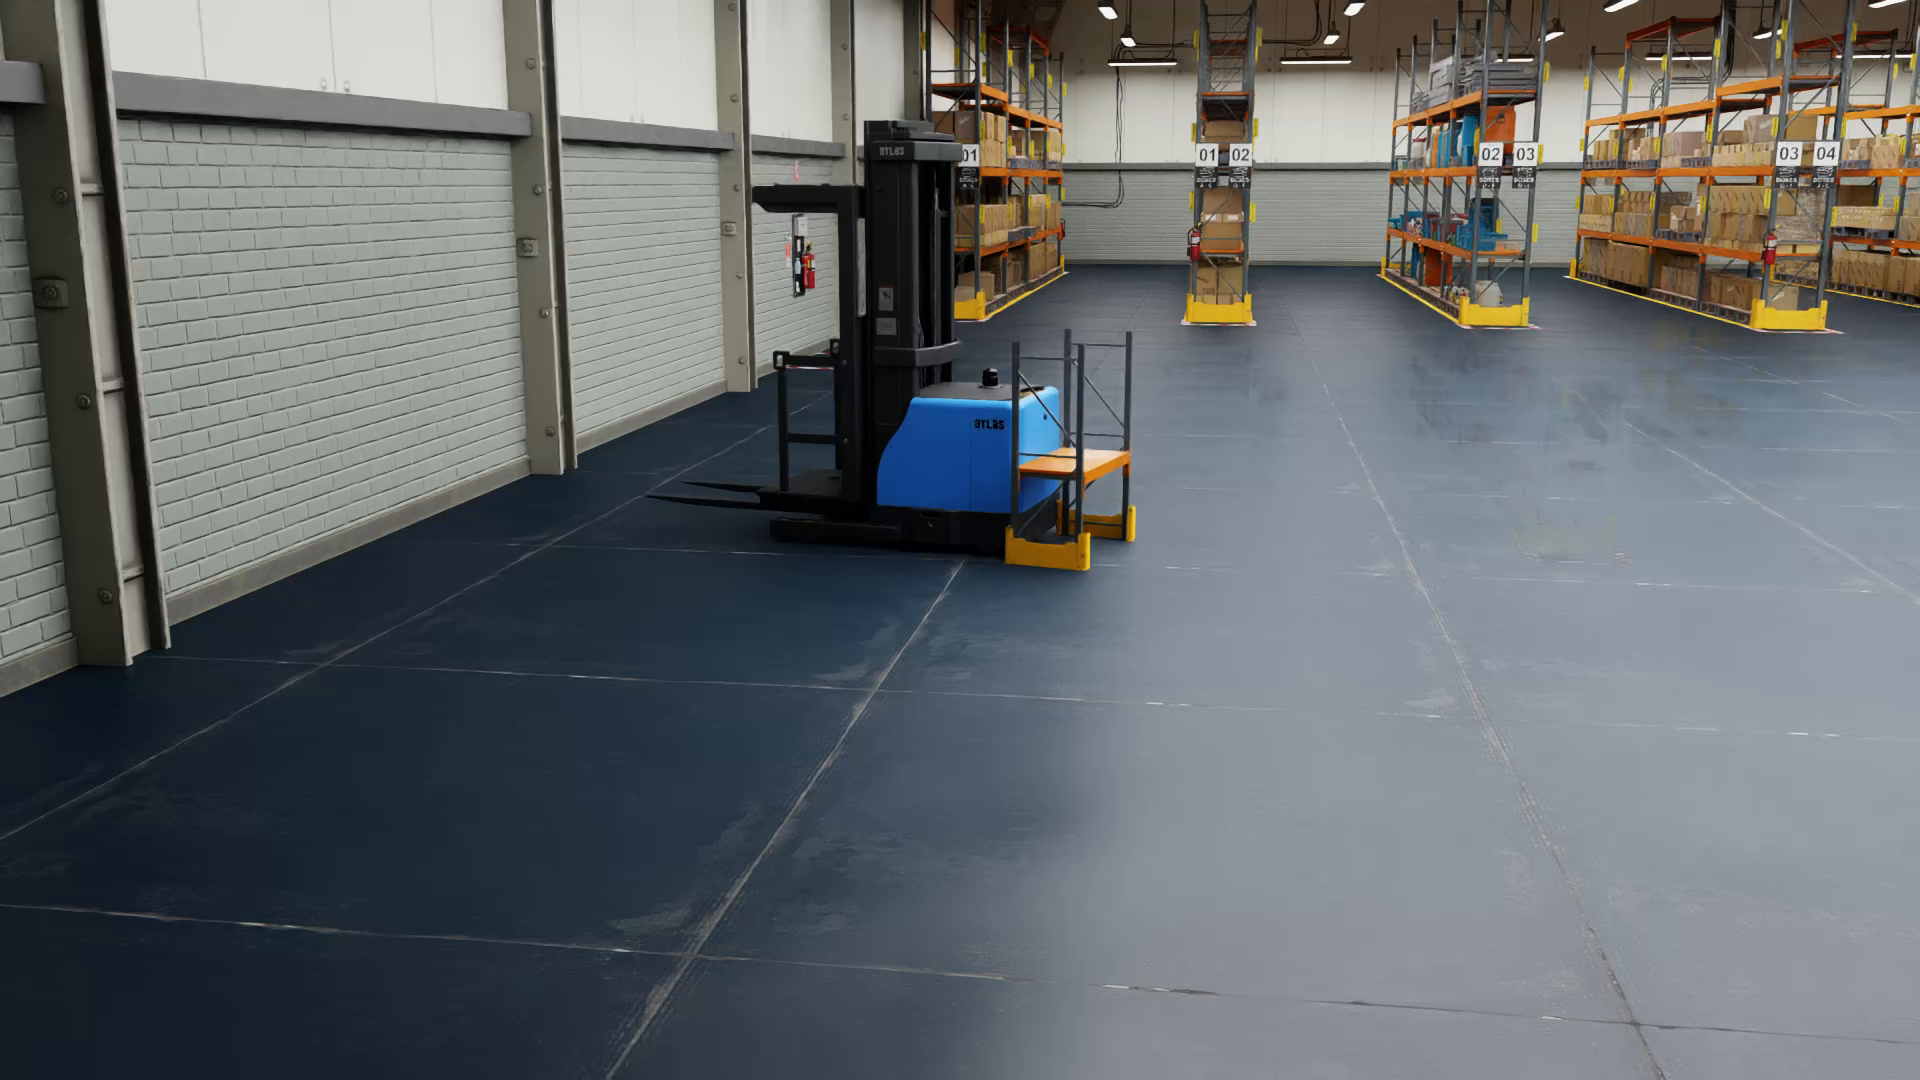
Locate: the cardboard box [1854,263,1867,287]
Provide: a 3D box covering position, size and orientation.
[{"bbox_3d":[20.664,-6.010,37.699,0.500,0.500,0.500,1,12,6],"label":"cardboard box"}]

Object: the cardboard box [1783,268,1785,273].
[{"bbox_3d":[21.547,-6.984,43.051,0.380,0.149,0.250,2,12,8],"label":"cardboard box"}]

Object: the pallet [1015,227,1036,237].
[{"bbox_3d":[1.100,-7.081,38.184,1.213,0.211,1.003,2,12,9],"label":"pallet"}]

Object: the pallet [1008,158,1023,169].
[{"bbox_3d":[0.689,-7.993,35.288,1.213,0.211,1.003,2,12,9],"label":"pallet"}]

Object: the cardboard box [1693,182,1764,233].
[{"bbox_3d":[15.433,-6.671,33.409,1.000,1.000,1.000,2,12,9],"label":"cardboard box"}]

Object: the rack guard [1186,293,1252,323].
[{"bbox_3d":[4.765,-4.274,30.639,1.175,0.500,0.348,2,12,9],"label":"rack guard"}]

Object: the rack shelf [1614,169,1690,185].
[{"bbox_3d":[16.095,-8.376,38.325,1.077,0.370,4.000,2,12,9],"label":"rack shelf"}]

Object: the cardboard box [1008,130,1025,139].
[{"bbox_3d":[1.384,-9.961,40.914,0.500,0.250,0.500,1,12,7],"label":"cardboard box"}]

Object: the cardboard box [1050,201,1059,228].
[{"bbox_3d":[2.165,-8.880,45.365,0.980,0.700,0.700,2,12,8],"label":"cardboard box"}]

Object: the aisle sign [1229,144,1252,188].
[{"bbox_3d":[5.062,-6.748,30.016,0.394,0.787,0.004,2,12,9],"label":"aisle sign"}]

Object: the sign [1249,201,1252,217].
[{"bbox_3d":[5.933,-6.778,34.081,0.100,0.325,0.005,2,12,9],"label":"sign"}]

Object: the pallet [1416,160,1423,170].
[{"bbox_3d":[11.313,-8.809,39.078,1.003,0.211,1.213,2,12,9],"label":"pallet"}]

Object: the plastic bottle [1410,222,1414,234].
[{"bbox_3d":[10.918,-7.500,39.971,0.152,0.276,0.135,2,12,9],"label":"plastic bottle"}]

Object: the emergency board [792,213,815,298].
[{"bbox_3d":[-2.214,-4.072,23.770,0.194,1.169,0.643,2,12,9],"label":"emergency board"}]

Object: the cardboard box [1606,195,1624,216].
[{"bbox_3d":[16.209,-8.220,40.887,0.500,0.500,0.500,2,12,10],"label":"cardboard box"}]

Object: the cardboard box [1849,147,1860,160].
[{"bbox_3d":[20.945,-8.947,38.485,0.500,0.311,0.500,2,12,8],"label":"cardboard box"}]

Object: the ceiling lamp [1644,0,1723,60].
[{"bbox_3d":[19.936,-14.773,45.326,2.000,3.185,0.800,2,12,9],"label":"ceiling lamp"}]

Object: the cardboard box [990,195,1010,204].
[{"bbox_3d":[0.918,-8.000,39.222,0.500,0.250,0.500,2,12,10],"label":"cardboard box"}]

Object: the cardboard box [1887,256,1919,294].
[{"bbox_3d":[20.490,-5.645,35.408,1.050,0.750,0.750,2,12,8],"label":"cardboard box"}]

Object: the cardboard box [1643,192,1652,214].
[{"bbox_3d":[16.019,-7.671,37.850,0.797,0.503,0.637,2,12,10],"label":"cardboard box"}]

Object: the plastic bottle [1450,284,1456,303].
[{"bbox_3d":[9.650,-4.810,32.437,0.144,0.351,0.185,2,12,8],"label":"plastic bottle"}]

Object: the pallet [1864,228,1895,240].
[{"bbox_3d":[20.677,-6.721,36.515,1.213,0.211,1.003,2,12,9],"label":"pallet"}]

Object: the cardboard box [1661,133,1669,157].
[{"bbox_3d":[15.461,-8.515,35.839,0.500,0.500,0.500,2,12,9],"label":"cardboard box"}]

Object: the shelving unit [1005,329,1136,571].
[{"bbox_3d":[0.783,-0.654,11.469,0.587,1.500,1.083,5,13,23],"label":"shelving unit"}]

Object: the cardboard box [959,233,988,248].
[{"bbox_3d":[0.263,-5.689,31.578,0.500,0.250,0.500,2,12,7],"label":"cardboard box"}]

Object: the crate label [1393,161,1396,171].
[{"bbox_3d":[11.662,-9.883,43.963,0.408,0.251,0.502,2,12,9],"label":"crate label"}]

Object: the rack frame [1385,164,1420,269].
[{"bbox_3d":[12.124,-8.670,45.106,1.000,3.000,0.127,2,12,9],"label":"rack frame"}]

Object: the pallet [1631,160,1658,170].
[{"bbox_3d":[16.003,-8.587,38.048,1.003,0.211,1.213,2,12,11],"label":"pallet"}]

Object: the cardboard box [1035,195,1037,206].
[{"bbox_3d":[1.584,-8.199,40.147,0.500,0.250,0.500,2,12,9],"label":"cardboard box"}]

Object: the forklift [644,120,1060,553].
[{"bbox_3d":[-0.840,-1.509,12.040,3.031,2.935,1.130,4,13,19],"label":"forklift"}]

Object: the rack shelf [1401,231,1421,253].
[{"bbox_3d":[11.201,-7.070,39.386,1.077,0.370,4.000,2,12,9],"label":"rack shelf"}]

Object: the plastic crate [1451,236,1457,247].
[{"bbox_3d":[9.790,-5.795,32.268,0.450,0.188,0.662,2,12,9],"label":"plastic crate"}]

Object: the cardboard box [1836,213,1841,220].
[{"bbox_3d":[20.696,-7.549,38.794,0.380,0.149,0.250,2,12,10],"label":"cardboard box"}]

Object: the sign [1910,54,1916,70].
[{"bbox_3d":[20.135,-10.106,35.124,0.100,0.325,0.005,2,12,9],"label":"sign"}]

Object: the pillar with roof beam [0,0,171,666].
[{"bbox_3d":[-0.311,-3.632,7.485,9.100,9.000,0.400,2,12,9],"label":"pillar with roof beam"}]

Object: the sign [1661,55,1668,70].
[{"bbox_3d":[15.238,-10.329,35.966,0.100,0.325,0.005,2,12,9],"label":"sign"}]

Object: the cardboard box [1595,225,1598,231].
[{"bbox_3d":[16.323,-7.896,42.109,0.380,0.149,0.250,2,12,8],"label":"cardboard box"}]

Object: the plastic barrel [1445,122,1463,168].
[{"bbox_3d":[10.142,-7.997,33.670,0.600,0.901,0.708,2,12,9],"label":"plastic barrel"}]

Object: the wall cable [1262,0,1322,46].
[{"bbox_3d":[9.288,-16.076,49.817,3.097,2.526,0.112,2,12,9],"label":"wall cable"}]

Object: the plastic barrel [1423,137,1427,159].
[{"bbox_3d":[11.017,-9.117,38.739,0.433,0.535,0.433,0,12,0],"label":"plastic barrel"}]

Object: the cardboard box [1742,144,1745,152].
[{"bbox_3d":[14.648,-7.215,30.641,0.380,0.149,0.250,2,12,10],"label":"cardboard box"}]

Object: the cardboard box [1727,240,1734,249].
[{"bbox_3d":[14.624,-5.541,31.183,0.380,0.149,0.250,2,12,9],"label":"cardboard box"}]

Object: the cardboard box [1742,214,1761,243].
[{"bbox_3d":[14.627,-5.595,29.893,0.875,0.500,0.500,2,12,9],"label":"cardboard box"}]

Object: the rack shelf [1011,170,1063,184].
[{"bbox_3d":[2.027,-9.690,44.423,1.077,0.370,4.000,2,12,9],"label":"rack shelf"}]

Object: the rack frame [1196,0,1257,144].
[{"bbox_3d":[4.769,-8.434,29.767,1.000,3.000,0.127,2,12,9],"label":"rack frame"}]

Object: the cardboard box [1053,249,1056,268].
[{"bbox_3d":[2.249,-7.722,45.640,0.700,0.500,0.500,2,12,8],"label":"cardboard box"}]

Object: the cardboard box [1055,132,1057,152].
[{"bbox_3d":[2.332,-10.631,44.426,0.500,0.500,0.500,1,12,6],"label":"cardboard box"}]

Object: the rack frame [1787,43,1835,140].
[{"bbox_3d":[21.903,-11.261,42.886,1.000,3.000,0.127,2,12,9],"label":"rack frame"}]

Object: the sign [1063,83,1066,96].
[{"bbox_3d":[2.868,-12.399,45.761,0.100,0.325,0.005,2,12,9],"label":"sign"}]
